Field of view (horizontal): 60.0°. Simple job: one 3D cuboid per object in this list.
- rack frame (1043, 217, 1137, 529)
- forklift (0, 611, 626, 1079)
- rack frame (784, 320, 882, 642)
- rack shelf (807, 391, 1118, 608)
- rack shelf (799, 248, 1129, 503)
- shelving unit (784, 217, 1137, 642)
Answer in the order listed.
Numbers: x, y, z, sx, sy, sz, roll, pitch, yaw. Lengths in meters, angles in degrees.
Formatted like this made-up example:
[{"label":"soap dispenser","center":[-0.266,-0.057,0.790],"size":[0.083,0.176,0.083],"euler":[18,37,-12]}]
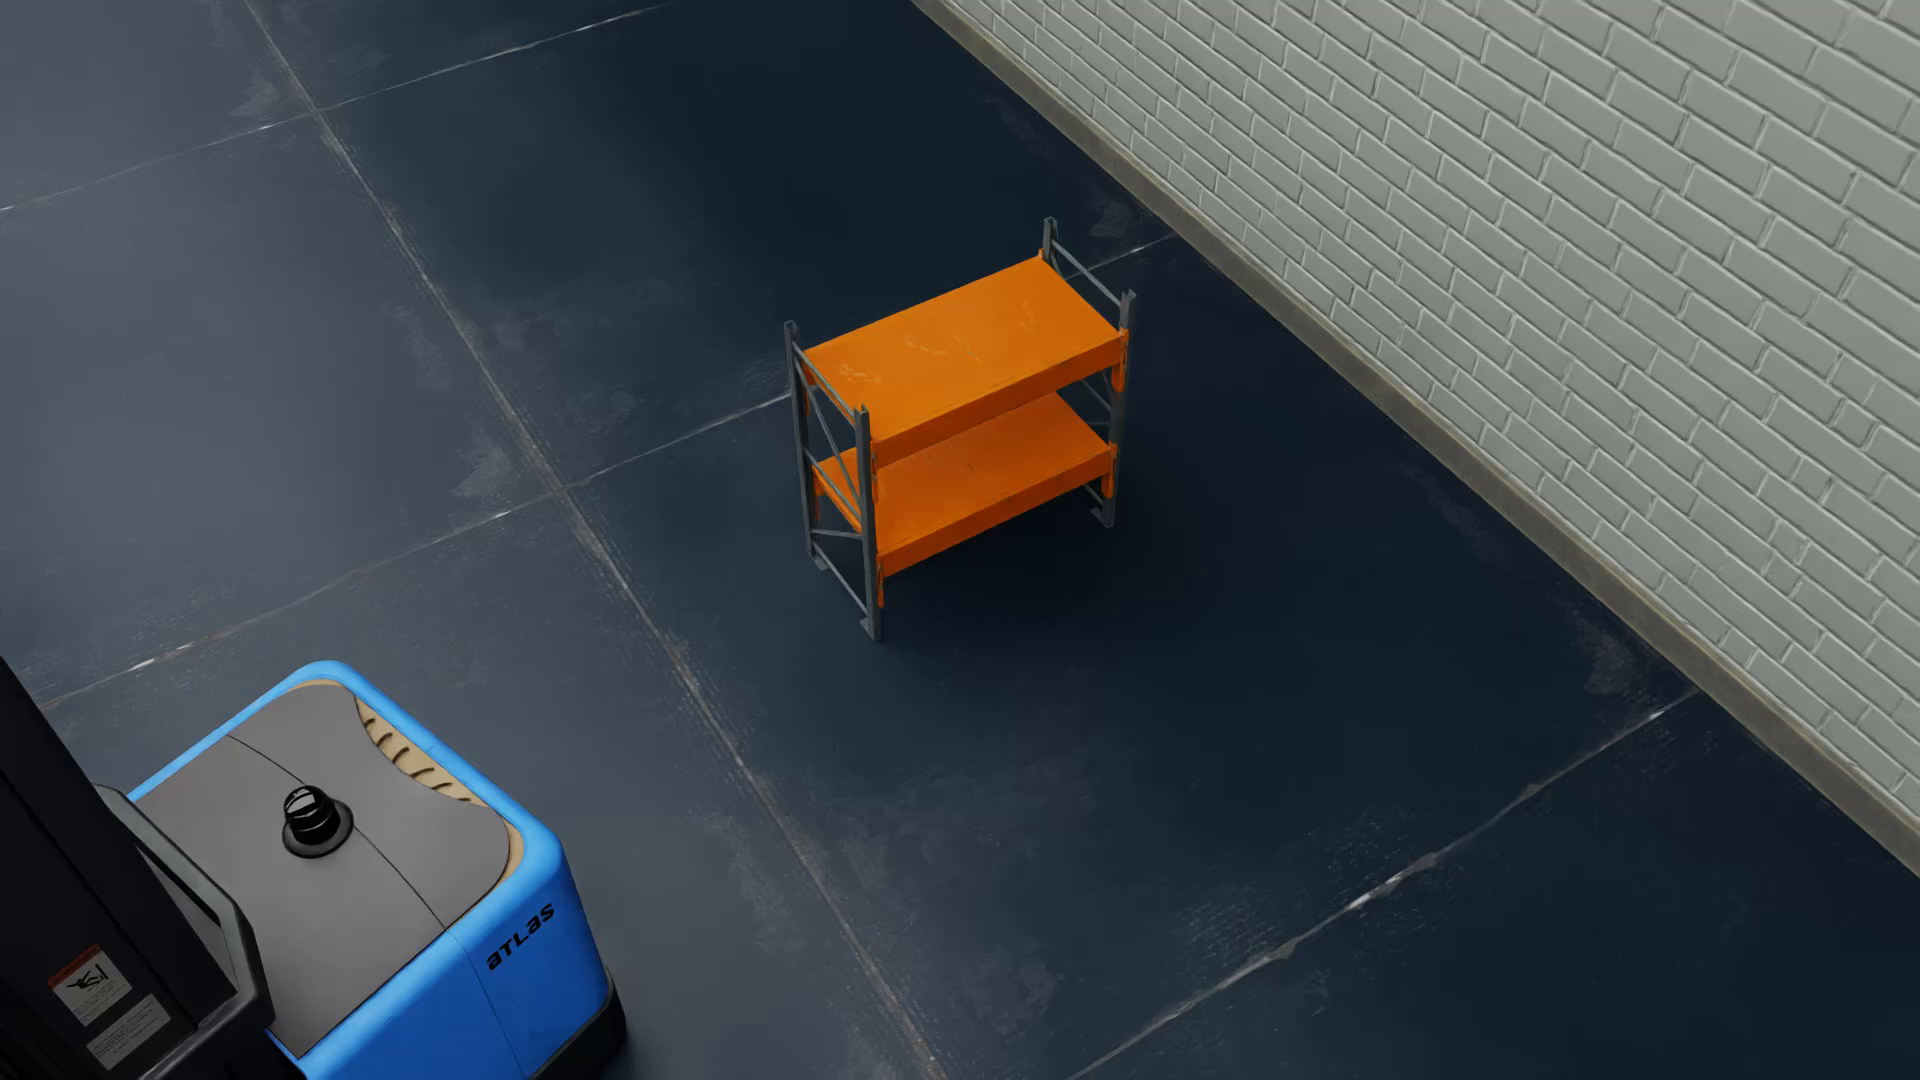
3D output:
[{"label":"rack frame","center":[0.436,-0.579,6.013],"size":[0.032,1.125,0.500],"euler":[-25,53,-21]},{"label":"forklift","center":[-2.302,1.122,3.289],"size":[1.130,2.935,3.031],"euler":[31,55,25]},{"label":"rack frame","center":[-0.424,-0.174,5.652],"size":[0.032,1.125,0.500],"euler":[-25,53,-21]},{"label":"rack shelf","center":[0.006,-0.214,6.015],"size":[1.000,0.278,0.538],"euler":[-25,53,-21]},{"label":"rack shelf","center":[0.006,-0.571,5.614],"size":[1.000,0.278,0.538],"euler":[-25,53,-21]},{"label":"shelving unit","center":[0.006,-0.377,5.832],"size":[1.048,1.125,0.538],"euler":[-25,53,-21]}]
